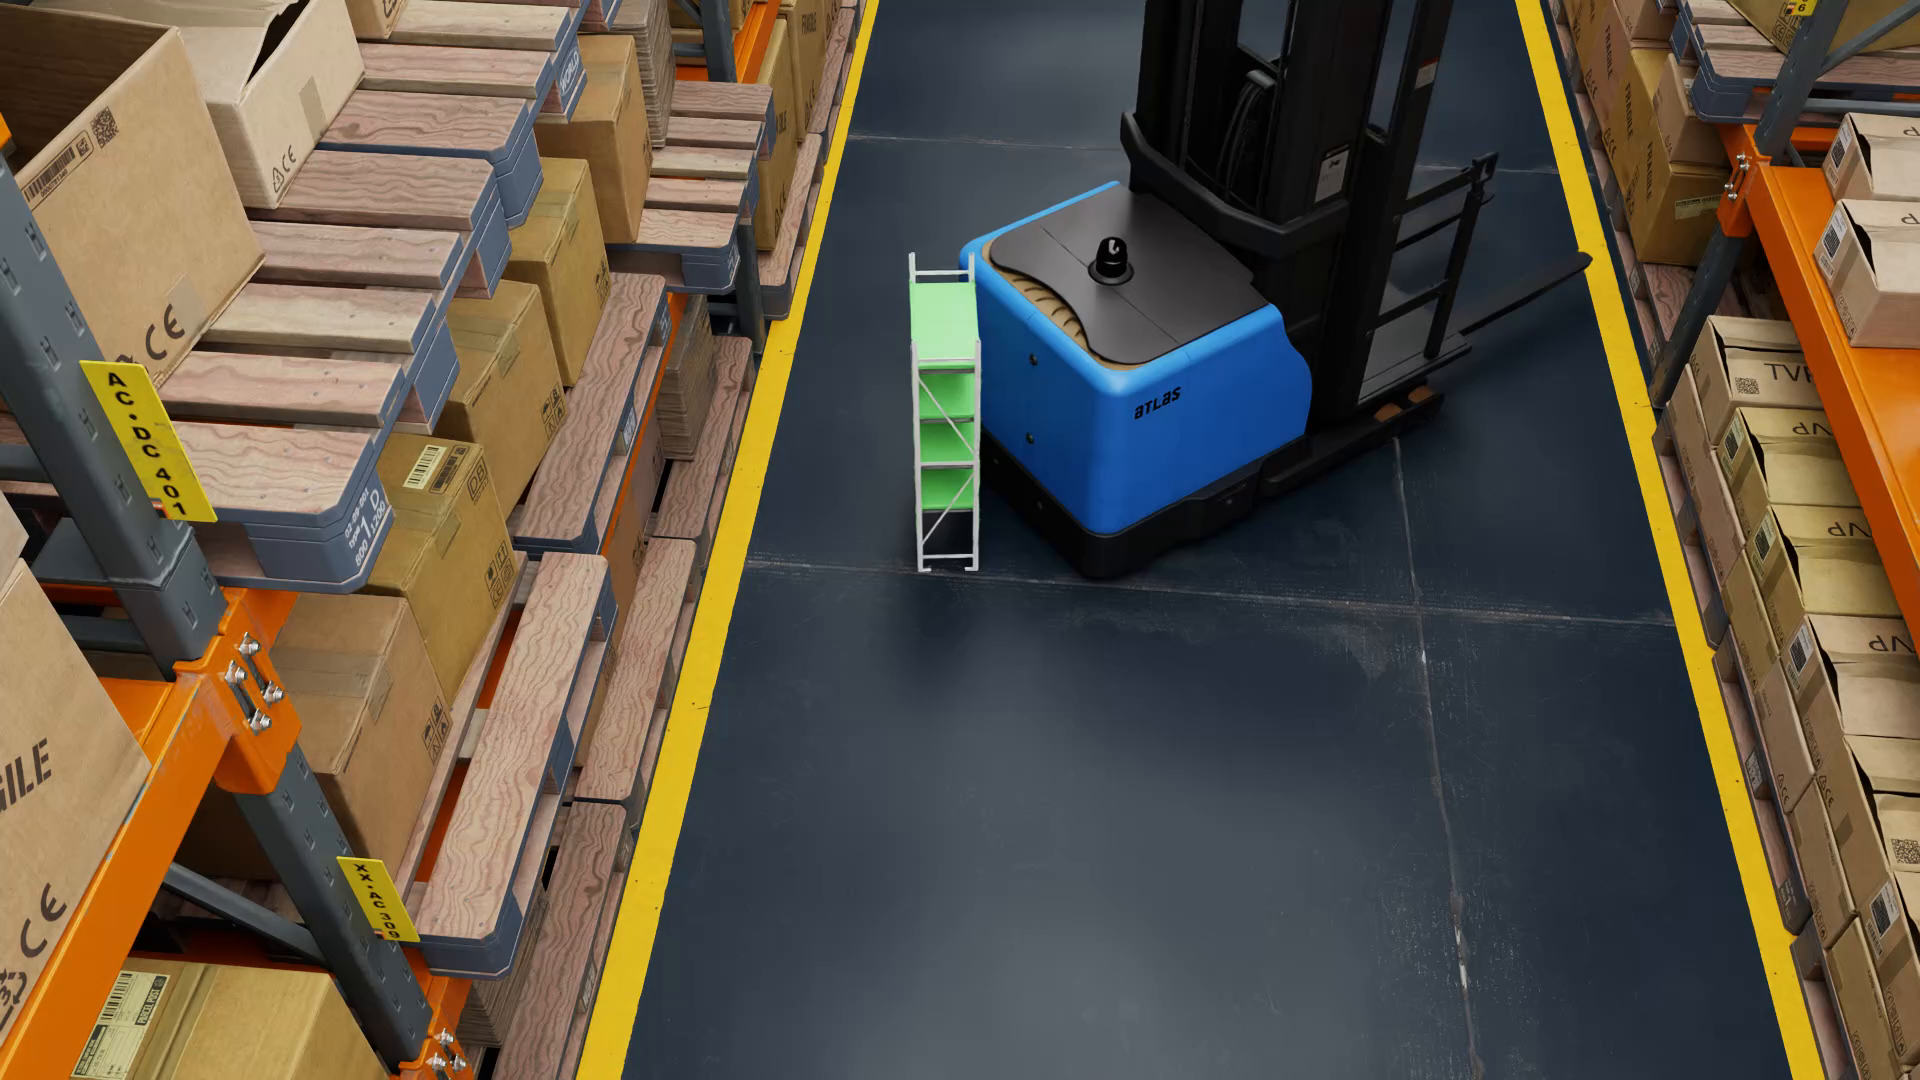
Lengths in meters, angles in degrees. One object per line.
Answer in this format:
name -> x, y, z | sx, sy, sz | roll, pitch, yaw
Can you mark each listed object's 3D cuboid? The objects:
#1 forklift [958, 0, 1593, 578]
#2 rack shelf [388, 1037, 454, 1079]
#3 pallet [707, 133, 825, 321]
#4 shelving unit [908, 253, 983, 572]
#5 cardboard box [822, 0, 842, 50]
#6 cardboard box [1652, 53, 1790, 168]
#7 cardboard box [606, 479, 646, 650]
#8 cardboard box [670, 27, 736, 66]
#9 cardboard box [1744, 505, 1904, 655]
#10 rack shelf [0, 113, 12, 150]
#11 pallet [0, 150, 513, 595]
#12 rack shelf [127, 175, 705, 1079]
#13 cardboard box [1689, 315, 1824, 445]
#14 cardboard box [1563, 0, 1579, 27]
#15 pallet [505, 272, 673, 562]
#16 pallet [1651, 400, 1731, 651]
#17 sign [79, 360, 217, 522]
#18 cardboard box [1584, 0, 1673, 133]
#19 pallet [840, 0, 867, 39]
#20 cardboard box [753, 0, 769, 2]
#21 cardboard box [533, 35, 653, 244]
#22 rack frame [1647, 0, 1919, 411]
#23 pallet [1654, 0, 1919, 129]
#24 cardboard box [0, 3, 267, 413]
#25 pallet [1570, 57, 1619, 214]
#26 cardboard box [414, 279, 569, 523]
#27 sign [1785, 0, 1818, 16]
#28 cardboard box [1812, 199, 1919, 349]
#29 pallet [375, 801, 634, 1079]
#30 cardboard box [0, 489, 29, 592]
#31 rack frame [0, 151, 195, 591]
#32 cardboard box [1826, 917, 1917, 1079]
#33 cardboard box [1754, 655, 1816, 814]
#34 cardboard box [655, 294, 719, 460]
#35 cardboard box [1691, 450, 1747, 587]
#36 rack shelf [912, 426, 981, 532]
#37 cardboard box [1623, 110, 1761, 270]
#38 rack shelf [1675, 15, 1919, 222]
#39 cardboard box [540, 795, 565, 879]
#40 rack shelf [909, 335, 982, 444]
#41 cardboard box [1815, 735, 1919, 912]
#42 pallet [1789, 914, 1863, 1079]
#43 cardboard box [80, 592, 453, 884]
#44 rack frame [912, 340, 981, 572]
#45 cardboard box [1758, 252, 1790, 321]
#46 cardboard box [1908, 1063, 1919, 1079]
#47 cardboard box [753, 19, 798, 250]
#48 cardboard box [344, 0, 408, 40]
forklift -> 1.483, -1.709, 6.353 | 3.031, 2.935, 1.130 | -27, 53, -22
rack shelf -> -1.937, 2.726, 2.737 | 1.077, 0.370, 4.000 | 4, 48, 4
pallet -> -1.243, -1.559, 8.059 | 1.003, 0.211, 1.213 | 4, 48, 4
shelving unit -> -0.057, -0.464, 6.387 | 0.258, 1.200, 0.503 | -2, 48, -1
cardboard box -> -1.033, -3.141, 8.789 | 0.750, 0.750, 0.750 | 5, 48, 5
cardboard box -> 3.396, -1.898, 7.367 | 0.500, 0.250, 0.500 | 6, 48, 5
cardboard box -> -1.584, 0.040, 6.103 | 0.700, 0.500, 0.500 | 4, 48, 3
cardboard box -> -1.129, -2.074, 6.797 | 0.380, 0.149, 0.250 | 3, 48, 3
cardboard box -> 3.115, 0.128, 5.825 | 0.500, 0.311, 0.500 | 3, 48, 2
rack shelf -> -1.572, -2.103, 3.360 | 1.077, 0.370, 4.000 | 4, 48, 4
pallet -> -1.592, -0.382, 3.187 | 1.213, 0.211, 1.003 | 4, 48, 4
rack shelf -> -1.572, -0.213, 5.426 | 1.077, 0.370, 4.000 | 4, 48, 4
cardboard box -> 3.203, -0.633, 6.521 | 0.500, 0.311, 0.500 | 5, 48, 5
cardboard box -> 3.584, -3.108, 8.981 | 0.500, 0.500, 0.500 | 4, 48, 4
pallet -> -1.530, -0.404, 5.242 | 1.003, 0.211, 1.213 | 4, 48, 4
pallet -> 3.429, -0.052, 6.680 | 1.003, 0.211, 1.213 | 4, 48, 4
sign -> -1.214, -0.142, 2.490 | 0.100, 0.325, 0.005 | 4, 48, 4
cardboard box -> 3.484, -2.369, 8.306 | 0.500, 0.500, 0.500 | 2, 48, 2
pallet -> -1.021, -3.352, 9.699 | 1.003, 0.211, 1.213 | 4, 48, 4
cardboard box -> -0.989, -2.448, 7.139 | 0.380, 0.149, 0.250 | 5, 48, 5
cardboard box -> -1.447, -1.349, 5.611 | 0.700, 0.500, 0.500 | 0, 48, 0
rack frame -> 3.543, -1.595, 6.202 | 1.000, 3.000, 0.127 | 4, 48, 4
pallet -> 3.535, -2.033, 6.733 | 1.213, 0.211, 1.003 | 4, 48, 4
cardboard box -> -1.625, -0.571, 2.880 | 0.500, 0.500, 0.500 | 10, 48, 9
pallet -> 3.763, -2.094, 8.548 | 1.003, 0.211, 1.213 | 4, 48, 4
cardboard box -> -1.587, -0.436, 4.776 | 0.700, 0.500, 0.500 | 10, 48, 9
sign -> 3.002, -1.989, 5.831 | 0.100, 0.325, 0.005 | 4, 48, 4
cardboard box -> 3.269, -0.921, 5.646 | 0.500, 0.311, 0.500 | 3, 48, 3
pallet -> -1.685, 1.383, 5.368 | 1.003, 0.211, 1.213 | 4, 48, 4
cardboard box -> -1.530, 0.010, 1.943 | 0.500, 0.500, 0.500 | 0, 48, 0
rack frame -> -1.755, -1.011, 1.602 | 1.000, 3.000, 0.127 | 4, 48, 4
cardboard box -> 2.976, 1.435, 5.010 | 0.500, 0.250, 0.500 | 3, 48, 3
cardboard box -> 3.070, 0.685, 5.696 | 0.500, 0.250, 0.500 | 5, 48, 4
cardboard box -> -1.404, -0.698, 6.777 | 0.700, 0.500, 0.500 | 4, 48, 4
cardboard box -> 3.158, -0.074, 6.390 | 0.500, 0.250, 0.500 | 3, 48, 2
rack shelf -> -0.057, -0.259, 6.611 | 0.258, 0.148, 0.480 | -2, 48, -1
cardboard box -> 3.395, -1.603, 7.605 | 0.500, 0.500, 0.500 | 6, 48, 5
rack shelf -> 3.726, -2.822, 7.812 | 1.077, 0.370, 4.000 | 4, 48, 4
cardboard box -> -1.707, 0.784, 5.422 | 0.700, 0.500, 0.500 | 3, 48, 3
rack shelf -> -0.057, -0.583, 6.257 | 0.258, 0.148, 0.480 | -2, 48, -1
cardboard box -> 3.019, 0.875, 5.142 | 0.500, 0.311, 0.500 | 4, 48, 3
pallet -> 3.207, 1.741, 5.040 | 1.003, 0.211, 1.213 | 4, 48, 4
cardboard box -> -1.674, 0.460, 3.957 | 0.700, 0.500, 0.500 | 4, 48, 4
rack frame -> -0.048, -0.284, 6.222 | 0.240, 1.200, 0.015 | -2, 48, -1
cardboard box -> 3.869, -1.215, 7.251 | 0.500, 0.500, 0.500 | 6, 48, 5
cardboard box -> 2.930, 1.624, 4.456 | 0.500, 0.311, 0.500 | 4, 48, 4
cardboard box -> -1.192, -1.873, 7.629 | 0.750, 0.750, 0.750 | 3, 48, 3
cardboard box -> -1.513, -1.477, 3.709 | 0.500, 0.500, 0.500 | 2, 48, 2
